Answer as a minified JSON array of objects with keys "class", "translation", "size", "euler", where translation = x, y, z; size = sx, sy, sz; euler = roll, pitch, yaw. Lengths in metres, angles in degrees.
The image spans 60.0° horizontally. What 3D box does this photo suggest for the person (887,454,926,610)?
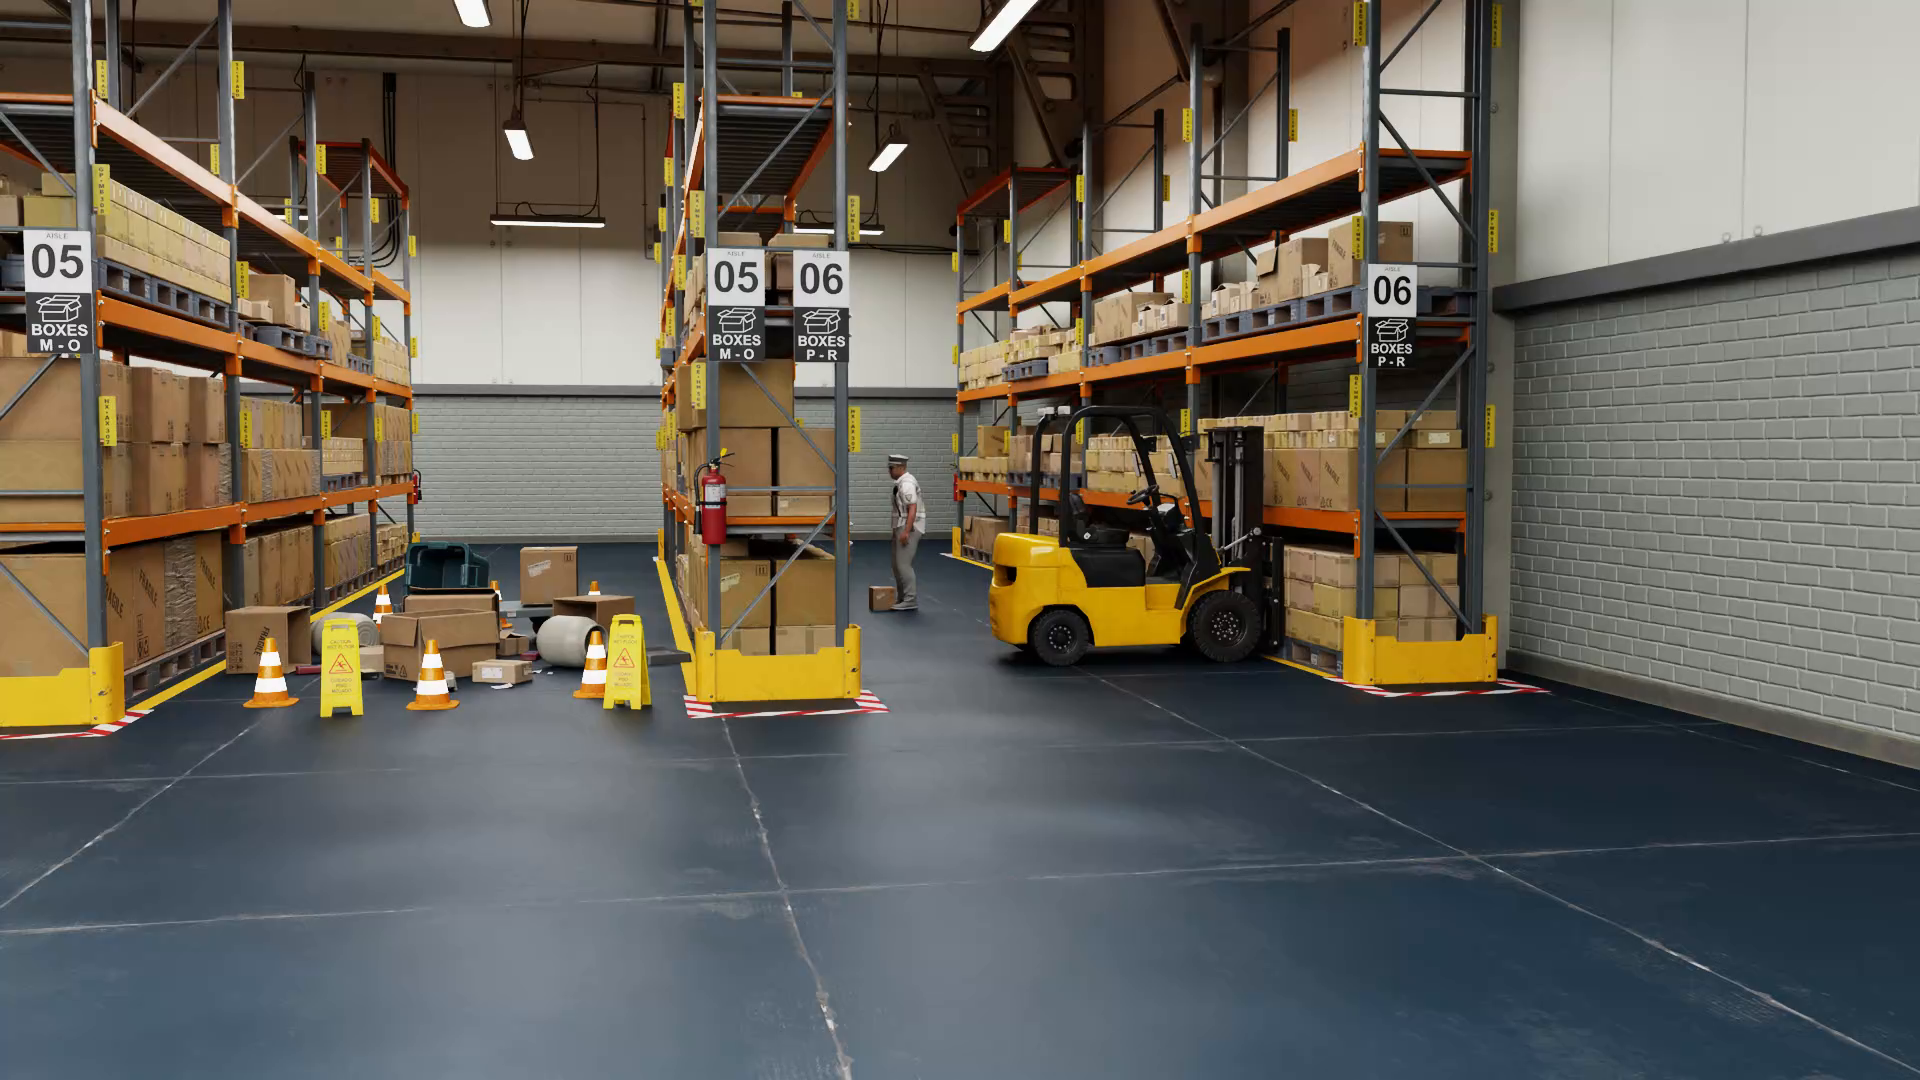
[{"class":"person","translation":[-0.618,-0.093,18.802],"size":[0.435,1.748,0.593],"euler":[-1,3,-12]}]
